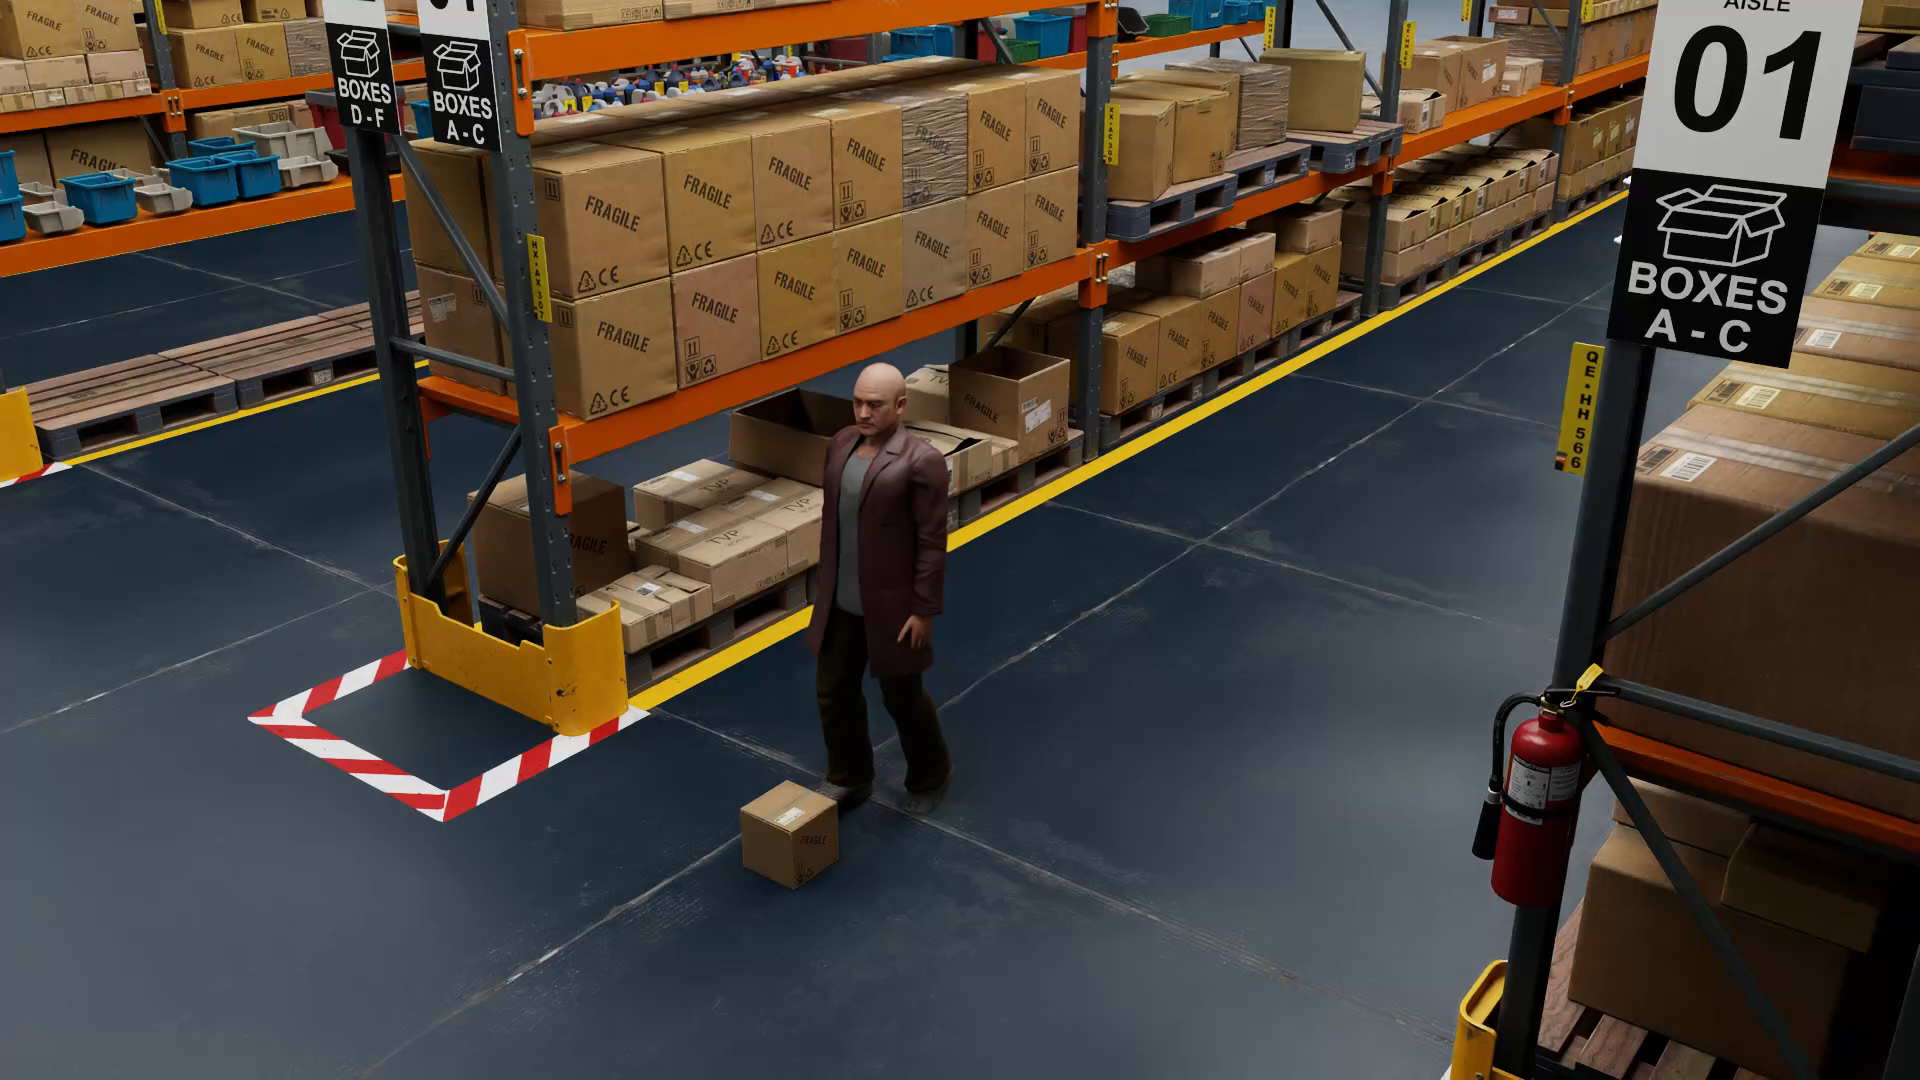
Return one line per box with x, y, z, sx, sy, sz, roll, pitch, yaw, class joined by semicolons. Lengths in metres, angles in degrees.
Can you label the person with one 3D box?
-0.302;0.259;6.136;0.574;1.864;0.602;17;29;35;person
